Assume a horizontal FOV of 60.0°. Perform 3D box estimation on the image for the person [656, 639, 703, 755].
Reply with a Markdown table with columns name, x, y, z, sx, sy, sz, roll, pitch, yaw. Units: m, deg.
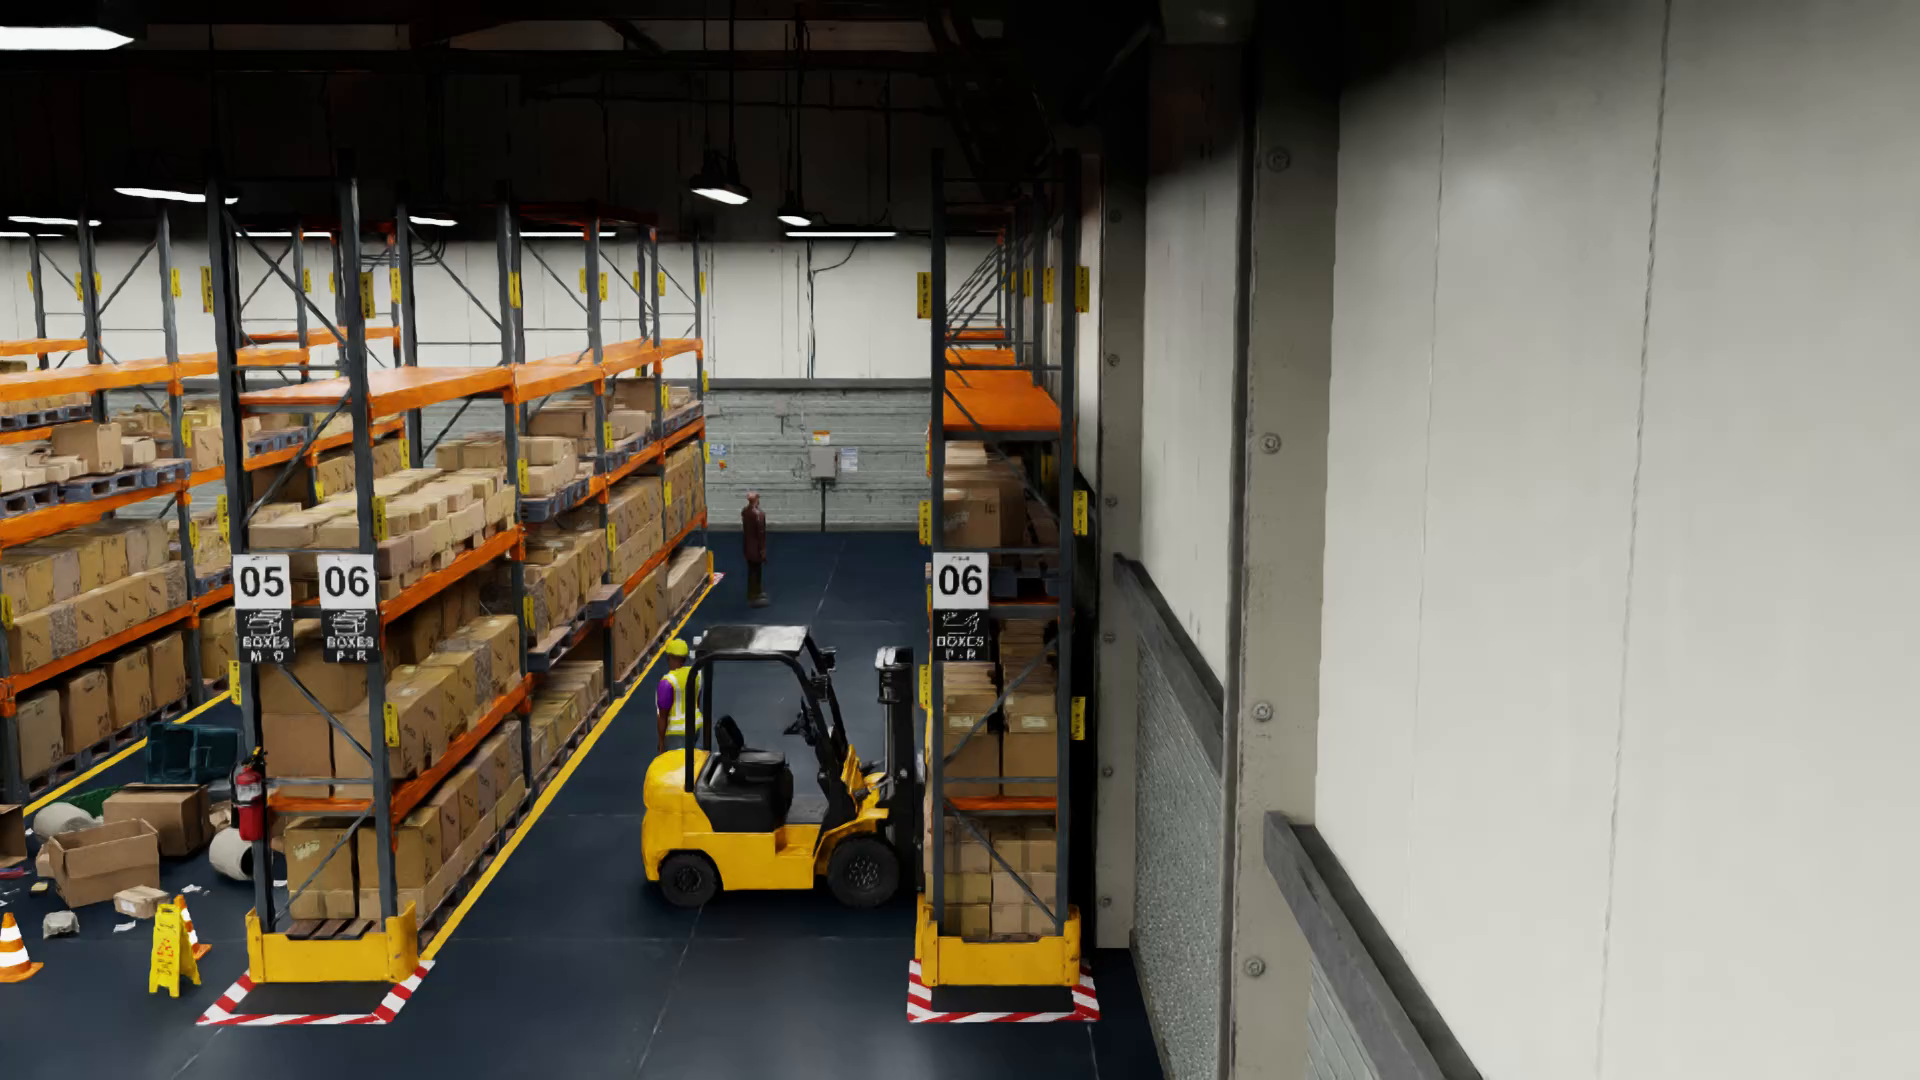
| name | x | y | z | sx | sy | sz | roll | pitch | yaw |
| --- | --- | --- | --- | --- | --- | --- | --- | --- | --- |
| person | -2.684 | 1.795 | 15.642 | 0.497 | 1.765 | 0.625 | 5 | 10 | 29 |

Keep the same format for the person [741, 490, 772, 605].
| name | x | y | z | sx | sy | sz | roll | pitch | yaw |
| --- | --- | --- | --- | --- | --- | --- | --- | --- | --- |
| person | -3.176 | 0.099 | 26.141 | 0.504 | 1.785 | 0.638 | -5 | 11 | -30 |
